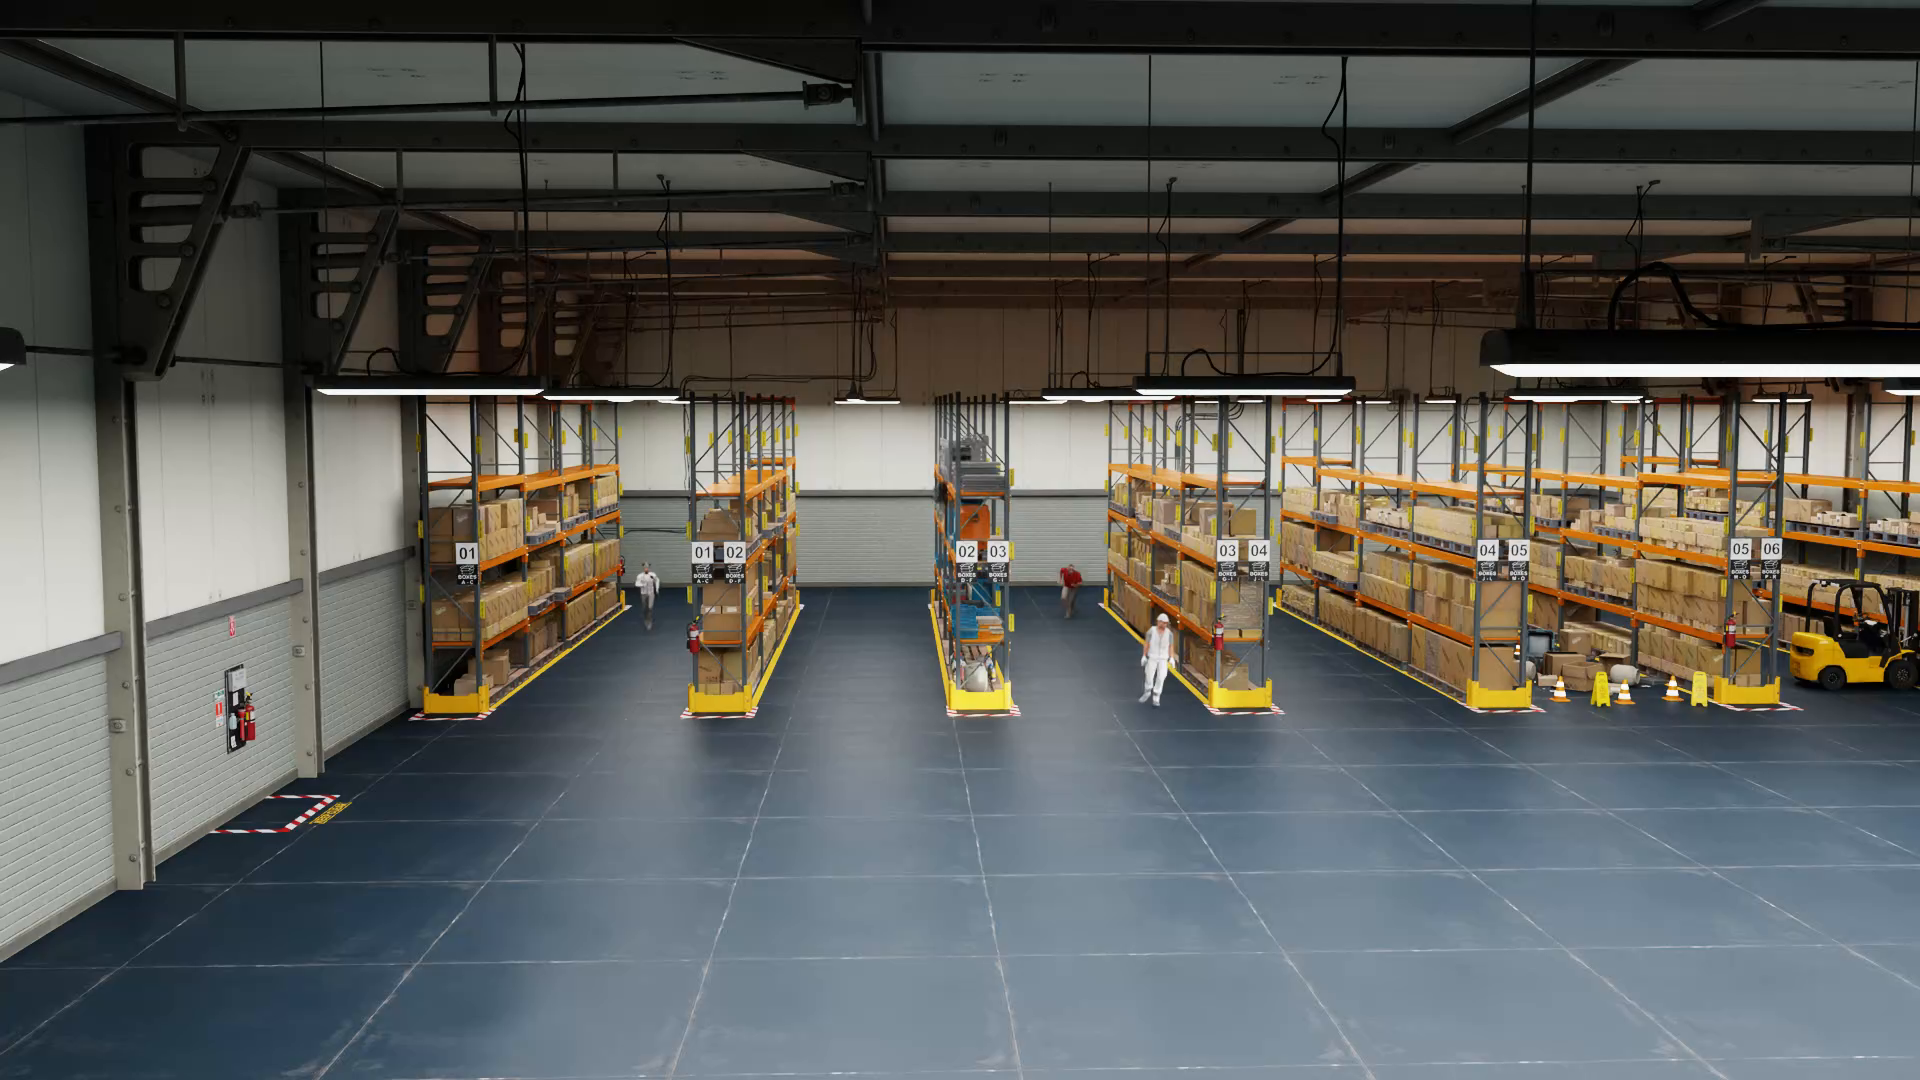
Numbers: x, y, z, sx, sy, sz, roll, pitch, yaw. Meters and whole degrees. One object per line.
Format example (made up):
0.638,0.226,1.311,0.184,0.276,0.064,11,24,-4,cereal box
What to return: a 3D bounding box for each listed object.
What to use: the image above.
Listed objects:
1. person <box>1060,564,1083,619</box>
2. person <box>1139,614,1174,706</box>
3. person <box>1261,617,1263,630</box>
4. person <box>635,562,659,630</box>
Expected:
3.030,1.370,45.252,0.677,1.514,1.178,1,5,12,person
3.755,2.275,31.743,0.654,1.762,0.471,0,5,-3,person
7.377,1.622,41.495,0.656,1.631,0.982,-1,5,-13,person
-8.080,1.431,42.974,0.564,1.740,0.808,0,5,-4,person
